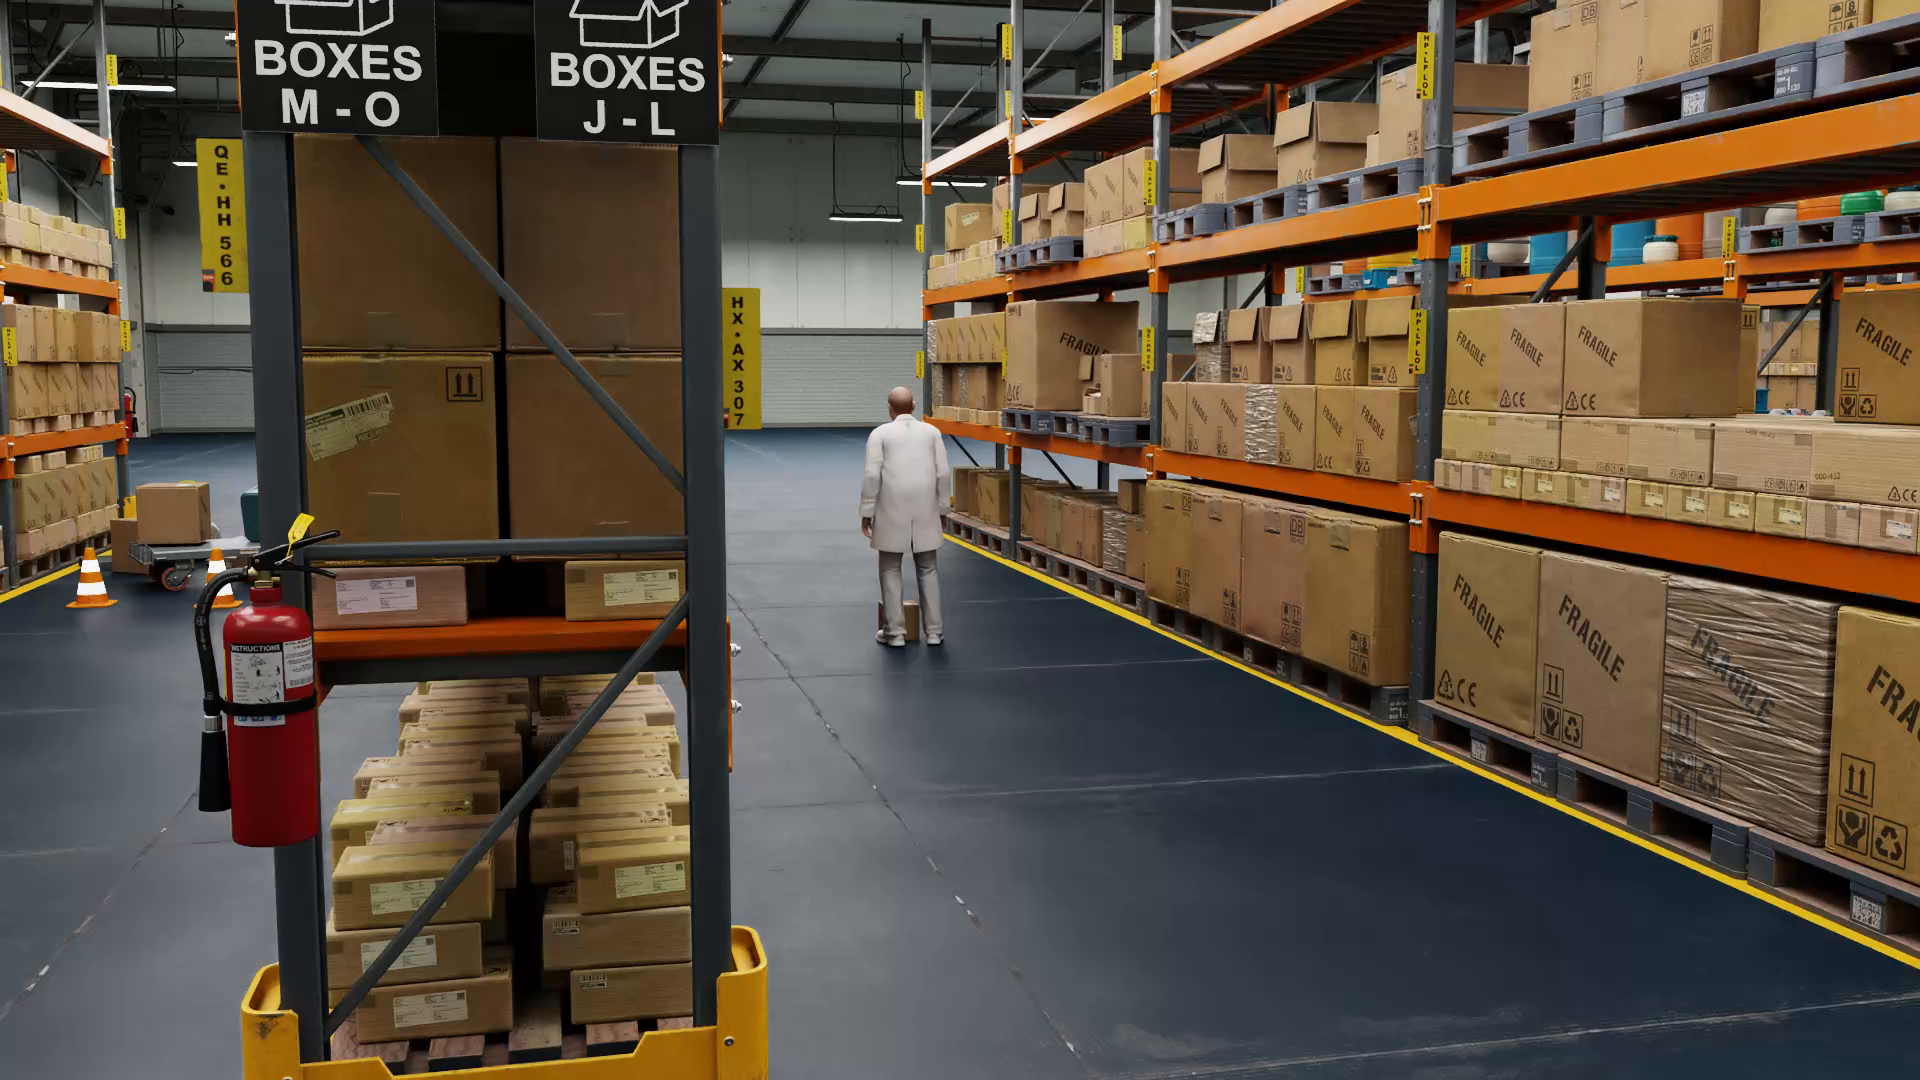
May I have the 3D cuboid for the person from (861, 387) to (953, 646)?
[{"bbox_3d":[-0.360,-0.165,11.459,0.644,1.774,0.425,-1,6,-13],"label":"person"}]
